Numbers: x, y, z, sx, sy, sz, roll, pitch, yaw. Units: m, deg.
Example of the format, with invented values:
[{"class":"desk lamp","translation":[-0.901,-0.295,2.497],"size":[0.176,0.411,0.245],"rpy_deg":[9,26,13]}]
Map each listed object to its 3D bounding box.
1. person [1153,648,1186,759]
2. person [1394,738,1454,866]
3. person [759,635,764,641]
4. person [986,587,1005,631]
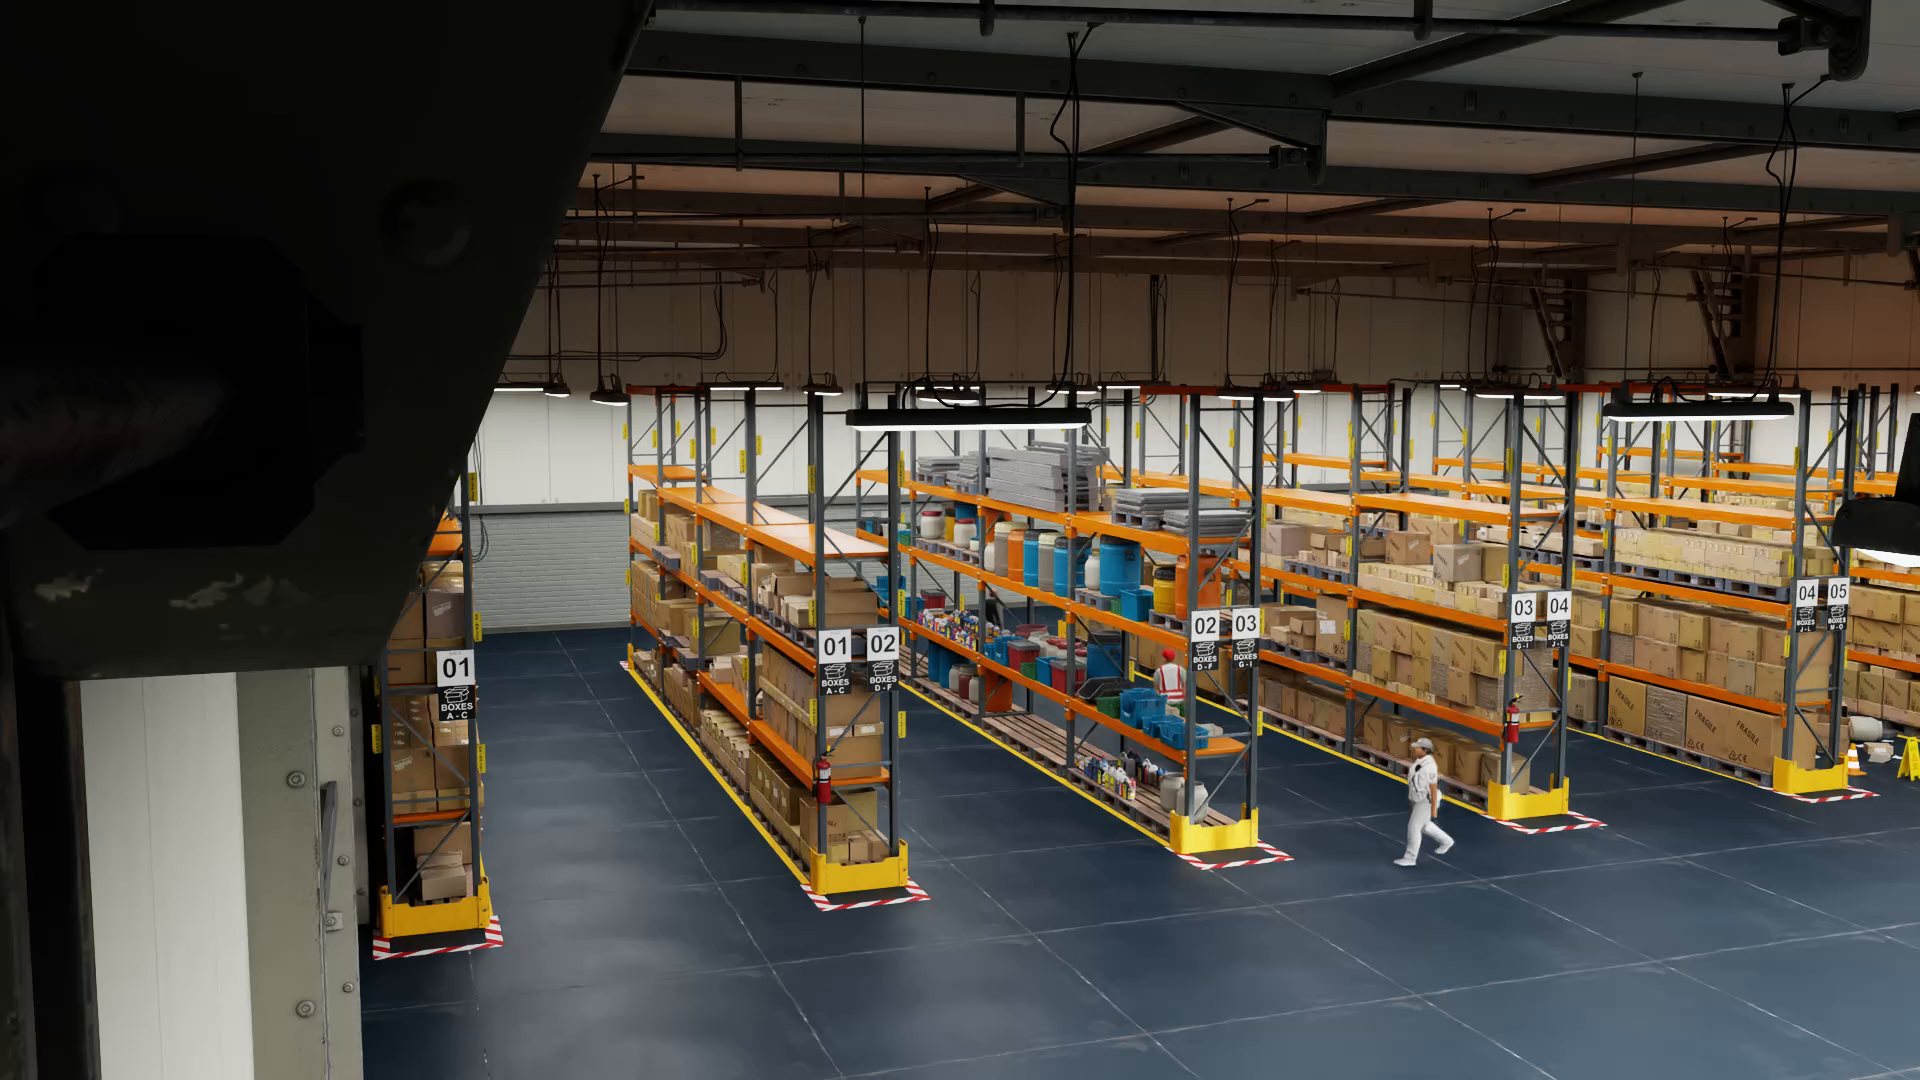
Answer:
[{"class":"person","translation":[3.426,2.640,27.051],"size":[0.584,1.772,0.496],"rpy_deg":[0,6,-4]},{"class":"person","translation":[5.970,3.323,21.245],"size":[0.954,1.620,0.478],"rpy_deg":[-2,6,-15]},{"class":"person","translation":[-4.731,1.541,38.752],"size":[0.446,1.624,0.435],"rpy_deg":[-2,6,-20]},{"class":"person","translation":[0.692,1.853,35.008],"size":[0.553,1.718,0.476],"rpy_deg":[5,7,38]}]
